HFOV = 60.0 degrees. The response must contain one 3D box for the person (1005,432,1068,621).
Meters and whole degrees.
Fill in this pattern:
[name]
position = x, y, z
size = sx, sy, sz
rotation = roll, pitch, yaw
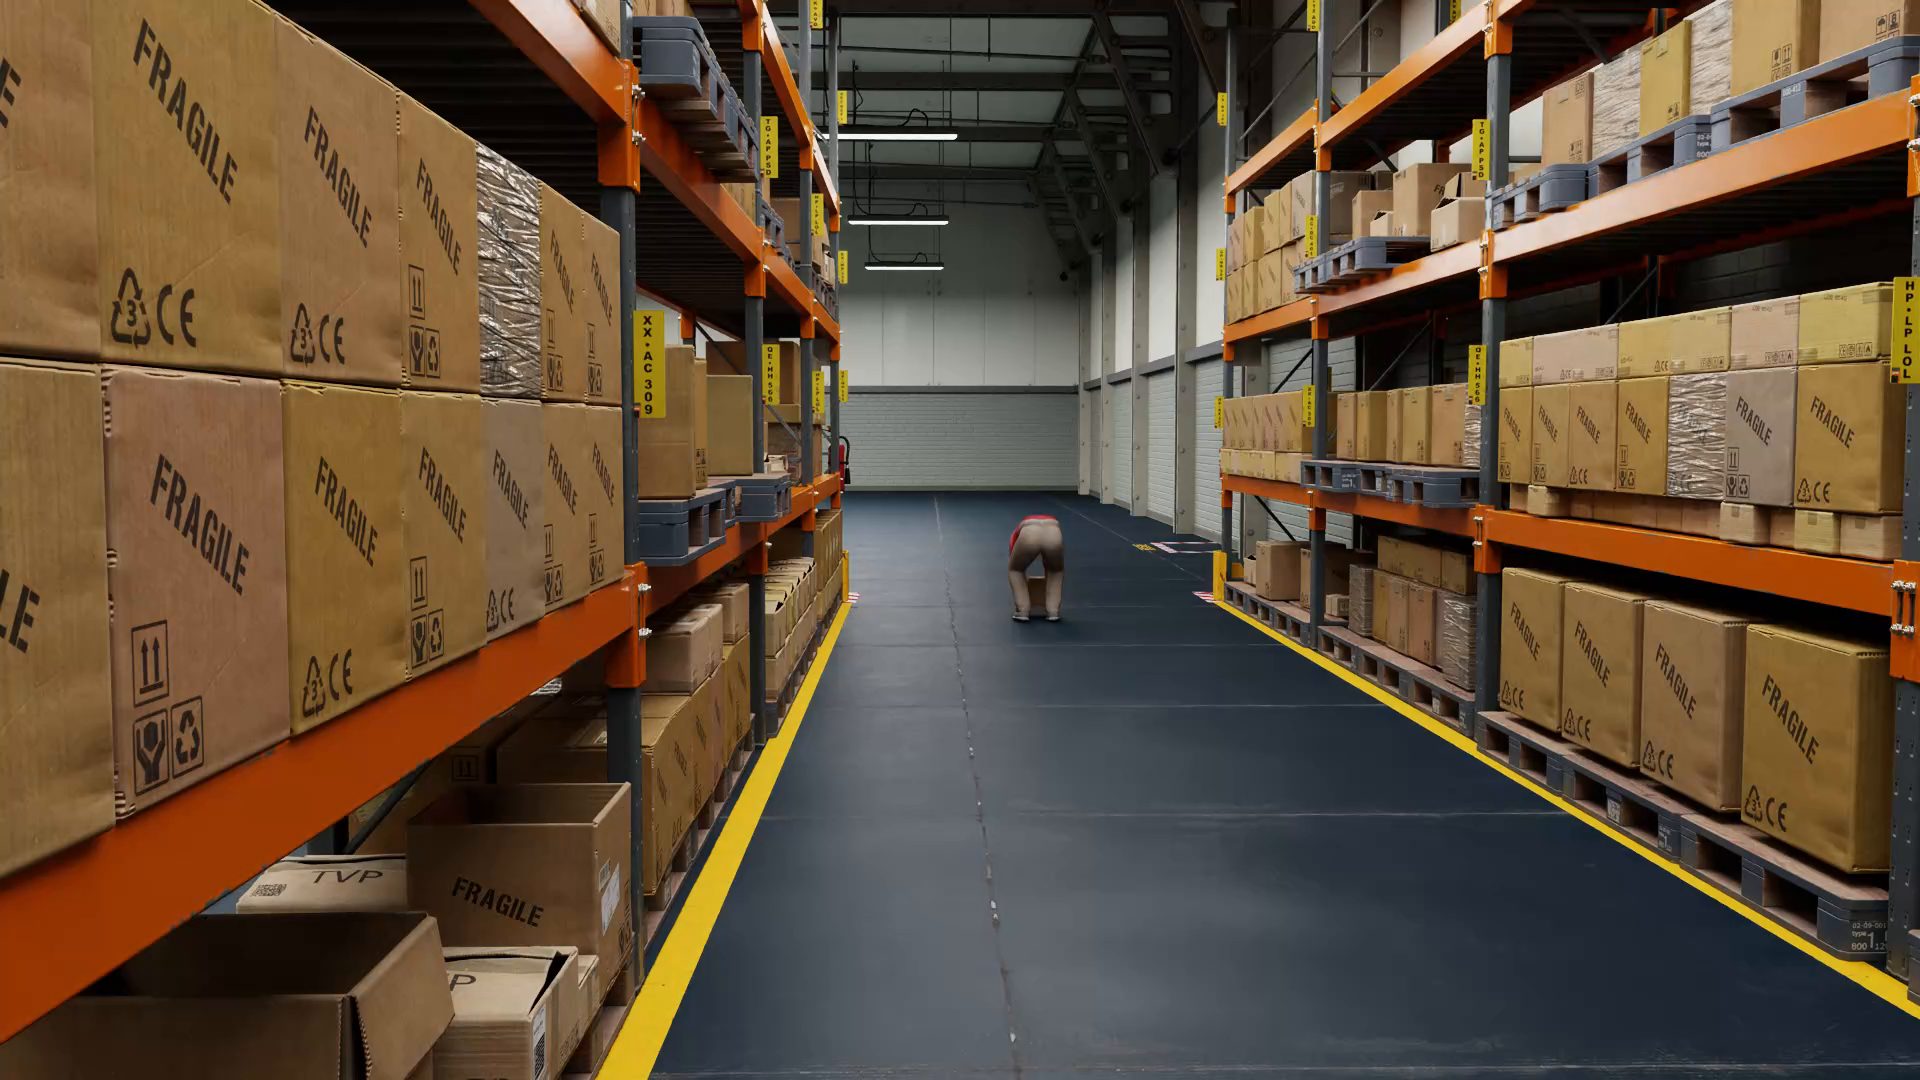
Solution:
[person]
position = 0.696, -0.120, 15.201
size = 0.590, 1.725, 0.399
rotation = 0, 4, -4
